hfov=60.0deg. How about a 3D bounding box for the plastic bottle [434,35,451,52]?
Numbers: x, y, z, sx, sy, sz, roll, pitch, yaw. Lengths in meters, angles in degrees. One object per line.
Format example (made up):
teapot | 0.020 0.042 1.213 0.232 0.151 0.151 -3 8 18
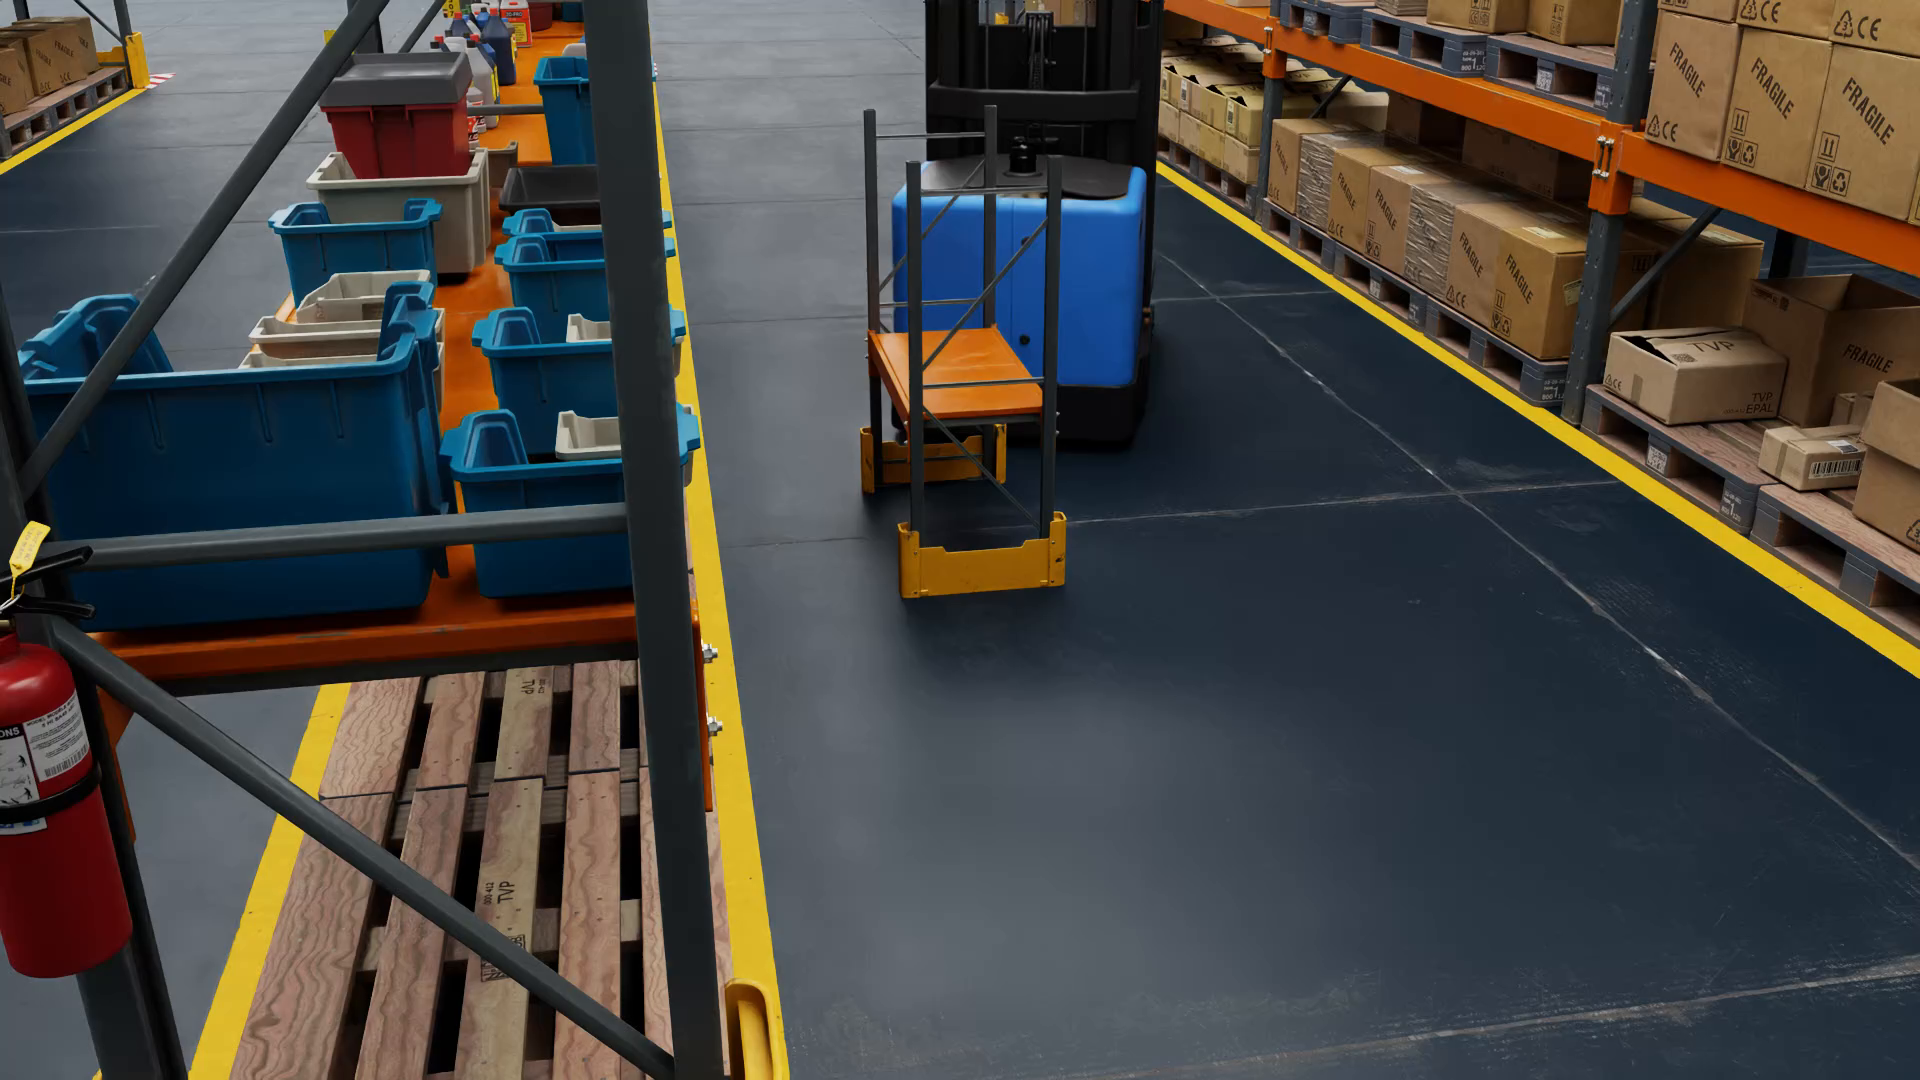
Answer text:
plastic bottle | -2.185 -1.958 7.046 0.144 0.351 0.185 -4 24 -10

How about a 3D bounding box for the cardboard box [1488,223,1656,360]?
cardboard box | 2.837 -1.164 7.742 0.500 0.500 0.500 -4 24 -10

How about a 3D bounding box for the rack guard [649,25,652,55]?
rack guard | -3.818 -5.118 17.345 1.175 0.500 0.348 -4 24 -10

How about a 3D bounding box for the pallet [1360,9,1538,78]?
pallet | 2.834 -2.656 8.824 1.003 0.211 1.213 -4 24 -10

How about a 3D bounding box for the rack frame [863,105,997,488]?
rack frame | -0.110 -0.921 6.484 0.500 1.500 0.032 -4 24 -10

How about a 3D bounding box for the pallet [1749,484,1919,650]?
pallet | 3.564 0.094 5.772 1.003 0.211 1.213 -4 24 -10

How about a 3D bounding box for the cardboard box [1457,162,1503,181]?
cardboard box | 3.072 -1.805 9.208 0.500 0.500 0.500 -5 24 -12

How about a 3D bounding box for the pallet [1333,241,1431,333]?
pallet | 2.793 -1.455 9.319 1.003 0.211 1.213 -4 24 -10

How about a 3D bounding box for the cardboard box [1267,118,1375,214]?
cardboard box | 2.273 -2.365 10.490 0.500 0.500 0.500 -3 24 -7

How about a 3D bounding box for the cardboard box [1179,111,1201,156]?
cardboard box | 1.944 -3.030 12.352 0.500 0.250 0.500 -4 24 -9

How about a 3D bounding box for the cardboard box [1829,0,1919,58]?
cardboard box | 3.210 -1.828 5.314 0.500 0.500 0.500 -5 24 -11

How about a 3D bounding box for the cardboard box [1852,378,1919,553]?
cardboard box | 3.562 -0.254 5.654 0.797 0.503 0.637 -4 24 -10

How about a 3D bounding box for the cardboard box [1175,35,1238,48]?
cardboard box | 2.087 -4.133 14.176 0.500 0.311 0.500 -4 24 -10

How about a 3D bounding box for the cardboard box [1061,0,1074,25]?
cardboard box | 1.252 -4.918 15.737 0.500 0.500 0.500 -4 24 -10

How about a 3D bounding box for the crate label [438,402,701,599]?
crate label | -0.642 -0.069 2.795 0.416 0.233 0.303 -4 24 -10

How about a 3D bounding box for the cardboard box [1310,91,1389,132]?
cardboard box | 2.662 -2.926 11.411 0.500 0.311 0.500 -4 24 -8

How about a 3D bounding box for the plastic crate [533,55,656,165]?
plastic crate | -1.238 -1.432 5.726 0.392 0.384 0.575 -4 24 -10

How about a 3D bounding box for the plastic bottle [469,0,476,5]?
plastic bottle | -2.621 -2.763 8.975 0.061 0.283 0.133 -4 24 -10

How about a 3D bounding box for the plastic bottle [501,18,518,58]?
plastic bottle | -2.432 -2.693 8.916 0.097 0.201 0.097 0 24 0

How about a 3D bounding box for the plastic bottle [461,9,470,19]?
plastic bottle | -2.528 -2.567 8.526 0.061 0.283 0.133 -4 24 -10

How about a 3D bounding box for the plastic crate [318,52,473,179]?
plastic crate | -1.741 -1.257 5.226 0.402 0.464 0.583 -4 24 -10

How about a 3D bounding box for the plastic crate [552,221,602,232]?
plastic crate | -1.042 -0.814 4.621 0.293 0.136 0.466 -4 24 -10

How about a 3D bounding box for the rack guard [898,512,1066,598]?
rack guard | 0.078 0.051 5.820 0.587 0.250 0.087 -4 24 -10

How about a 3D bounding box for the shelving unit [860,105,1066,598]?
shelving unit | -0.014 -0.717 6.018 0.587 1.500 1.083 -4 24 -10

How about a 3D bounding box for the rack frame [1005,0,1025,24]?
rack frame | 0.990 -6.655 17.741 1.000 3.000 0.127 -4 24 -10

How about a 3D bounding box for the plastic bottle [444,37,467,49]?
plastic bottle | -2.278 -2.131 7.536 0.152 0.276 0.135 -4 24 -10

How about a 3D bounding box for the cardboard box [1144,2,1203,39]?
cardboard box | 1.952 -4.564 14.925 0.500 0.500 0.500 -4 24 -10

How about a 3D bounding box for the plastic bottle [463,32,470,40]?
plastic bottle | -2.292 -2.229 7.767 0.097 0.271 0.097 0 24 0

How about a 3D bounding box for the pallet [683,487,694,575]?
pallet | -1.485 -0.006 6.000 1.003 0.211 1.213 -4 24 -10

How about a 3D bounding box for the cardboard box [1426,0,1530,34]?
cardboard box | 2.822 -2.864 8.410 0.700 0.500 0.500 -11 26 -23

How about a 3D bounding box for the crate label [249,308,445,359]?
crate label | -1.363 -0.434 3.750 0.396 0.136 0.243 -4 24 -10

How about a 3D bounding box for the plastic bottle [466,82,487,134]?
plastic bottle | -1.998 -1.771 6.804 0.097 0.201 0.097 0 24 0

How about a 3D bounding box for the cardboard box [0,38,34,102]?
cardboard box | -8.346 -4.021 14.307 0.500 0.500 0.500 -6 24 -14

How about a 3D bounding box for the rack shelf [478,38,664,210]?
rack shelf | -2.029 -2.027 8.043 1.077 0.370 4.000 -4 24 -10

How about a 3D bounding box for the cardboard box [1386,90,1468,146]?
cardboard box | 2.888 -2.536 9.946 0.500 0.250 0.500 -3 24 -8

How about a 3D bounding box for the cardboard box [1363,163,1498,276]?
cardboard box | 2.565 -1.757 9.098 0.500 0.500 0.500 -5 24 -12

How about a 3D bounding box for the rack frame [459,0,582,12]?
rack frame | -2.399 -3.144 9.700 1.000 3.000 0.127 -4 24 -10

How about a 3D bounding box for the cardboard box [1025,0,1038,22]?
cardboard box | 0.965 -5.507 17.086 0.500 0.500 0.500 -4 24 -10

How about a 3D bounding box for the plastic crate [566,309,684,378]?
plastic crate | -0.745 -0.424 3.728 0.250 0.136 0.298 -4 24 -10

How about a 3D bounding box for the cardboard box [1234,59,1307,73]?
cardboard box | 2.368 -3.535 12.806 0.500 0.311 0.500 -5 24 -10

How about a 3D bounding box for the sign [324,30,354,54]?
sign | -2.200 -1.657 5.951 0.100 0.325 0.005 -4 24 -10

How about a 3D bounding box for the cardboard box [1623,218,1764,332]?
cardboard box | 3.359 -1.200 7.823 0.500 0.500 0.500 -5 24 -12

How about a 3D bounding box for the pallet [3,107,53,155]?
pallet | -8.165 -3.334 13.620 1.003 0.211 1.213 -4 24 -10

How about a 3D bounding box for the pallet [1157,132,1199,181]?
pallet | 2.134 -3.036 12.938 1.003 0.211 1.213 -4 24 -10

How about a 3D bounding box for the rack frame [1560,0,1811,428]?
rack frame | 3.209 -1.935 6.933 1.000 3.000 0.127 -4 24 -10

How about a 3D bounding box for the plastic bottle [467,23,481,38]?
plastic bottle | -2.380 -2.347 8.031 0.152 0.276 0.135 -4 24 -10

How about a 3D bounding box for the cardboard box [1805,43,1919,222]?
cardboard box | 3.224 -1.362 5.497 0.500 0.500 0.500 -4 24 -10

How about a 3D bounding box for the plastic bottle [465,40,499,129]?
plastic bottle | -2.009 -1.896 6.904 0.144 0.351 0.185 -4 24 -10

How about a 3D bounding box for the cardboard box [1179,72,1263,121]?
cardboard box | 1.938 -3.289 12.242 0.500 0.311 0.500 -4 24 -10

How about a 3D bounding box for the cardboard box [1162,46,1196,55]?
cardboard box | 1.649 -3.893 13.626 0.500 0.311 0.500 -5 24 -10

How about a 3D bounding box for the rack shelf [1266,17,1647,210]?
rack shelf | 2.840 -2.392 8.879 1.077 0.370 4.000 -4 24 -10

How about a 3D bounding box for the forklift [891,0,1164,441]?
forklift | 0.418 -2.319 7.898 1.130 2.935 3.031 3 24 7

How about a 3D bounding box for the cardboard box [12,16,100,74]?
cardboard box | -8.647 -4.724 15.916 0.500 0.500 0.500 0 24 0

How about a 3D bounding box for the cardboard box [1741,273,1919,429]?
cardboard box | 3.594 -0.788 6.881 0.500 0.500 0.500 -4 24 -10
